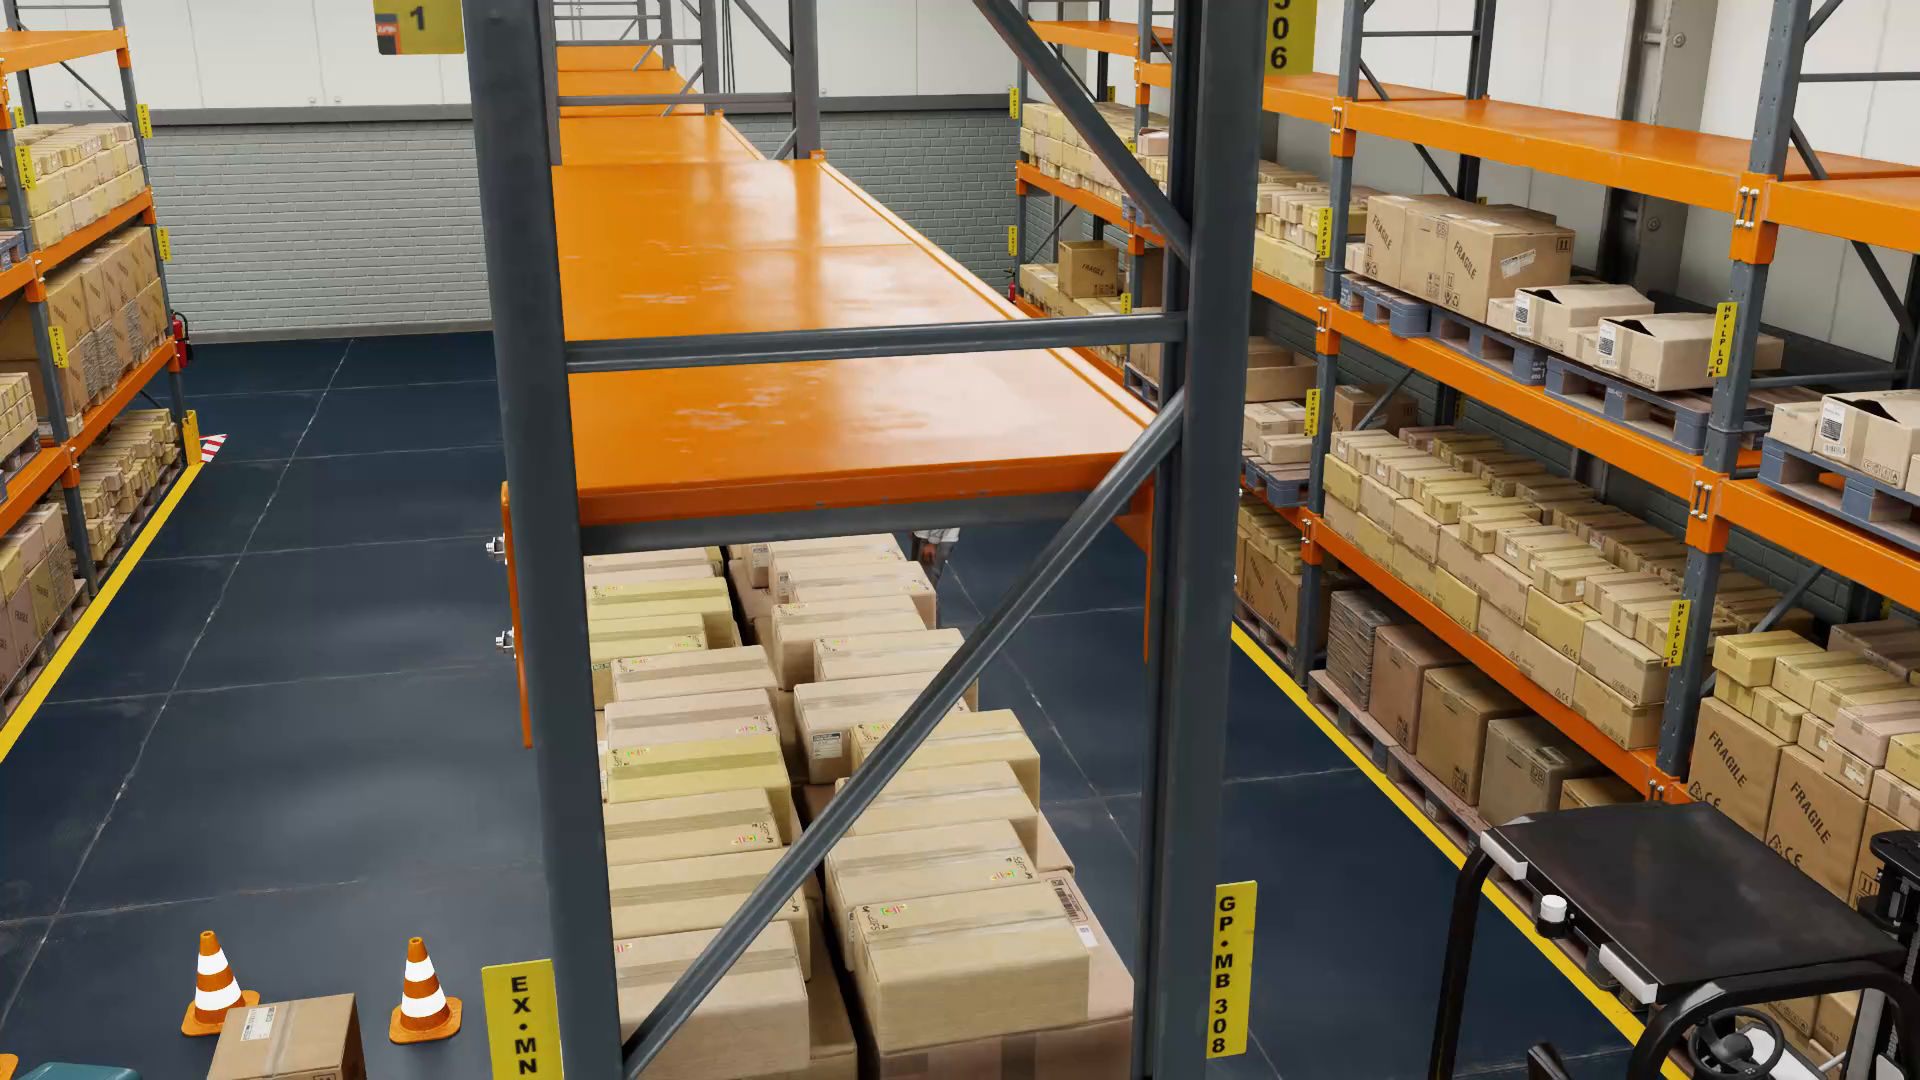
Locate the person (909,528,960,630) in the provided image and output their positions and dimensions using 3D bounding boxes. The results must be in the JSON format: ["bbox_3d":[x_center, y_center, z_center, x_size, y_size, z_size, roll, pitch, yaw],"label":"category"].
[{"bbox_3d":[-0.237,-0.042,12.461,0.461,1.772,0.580,-4,20,-12],"label":"person"}]
